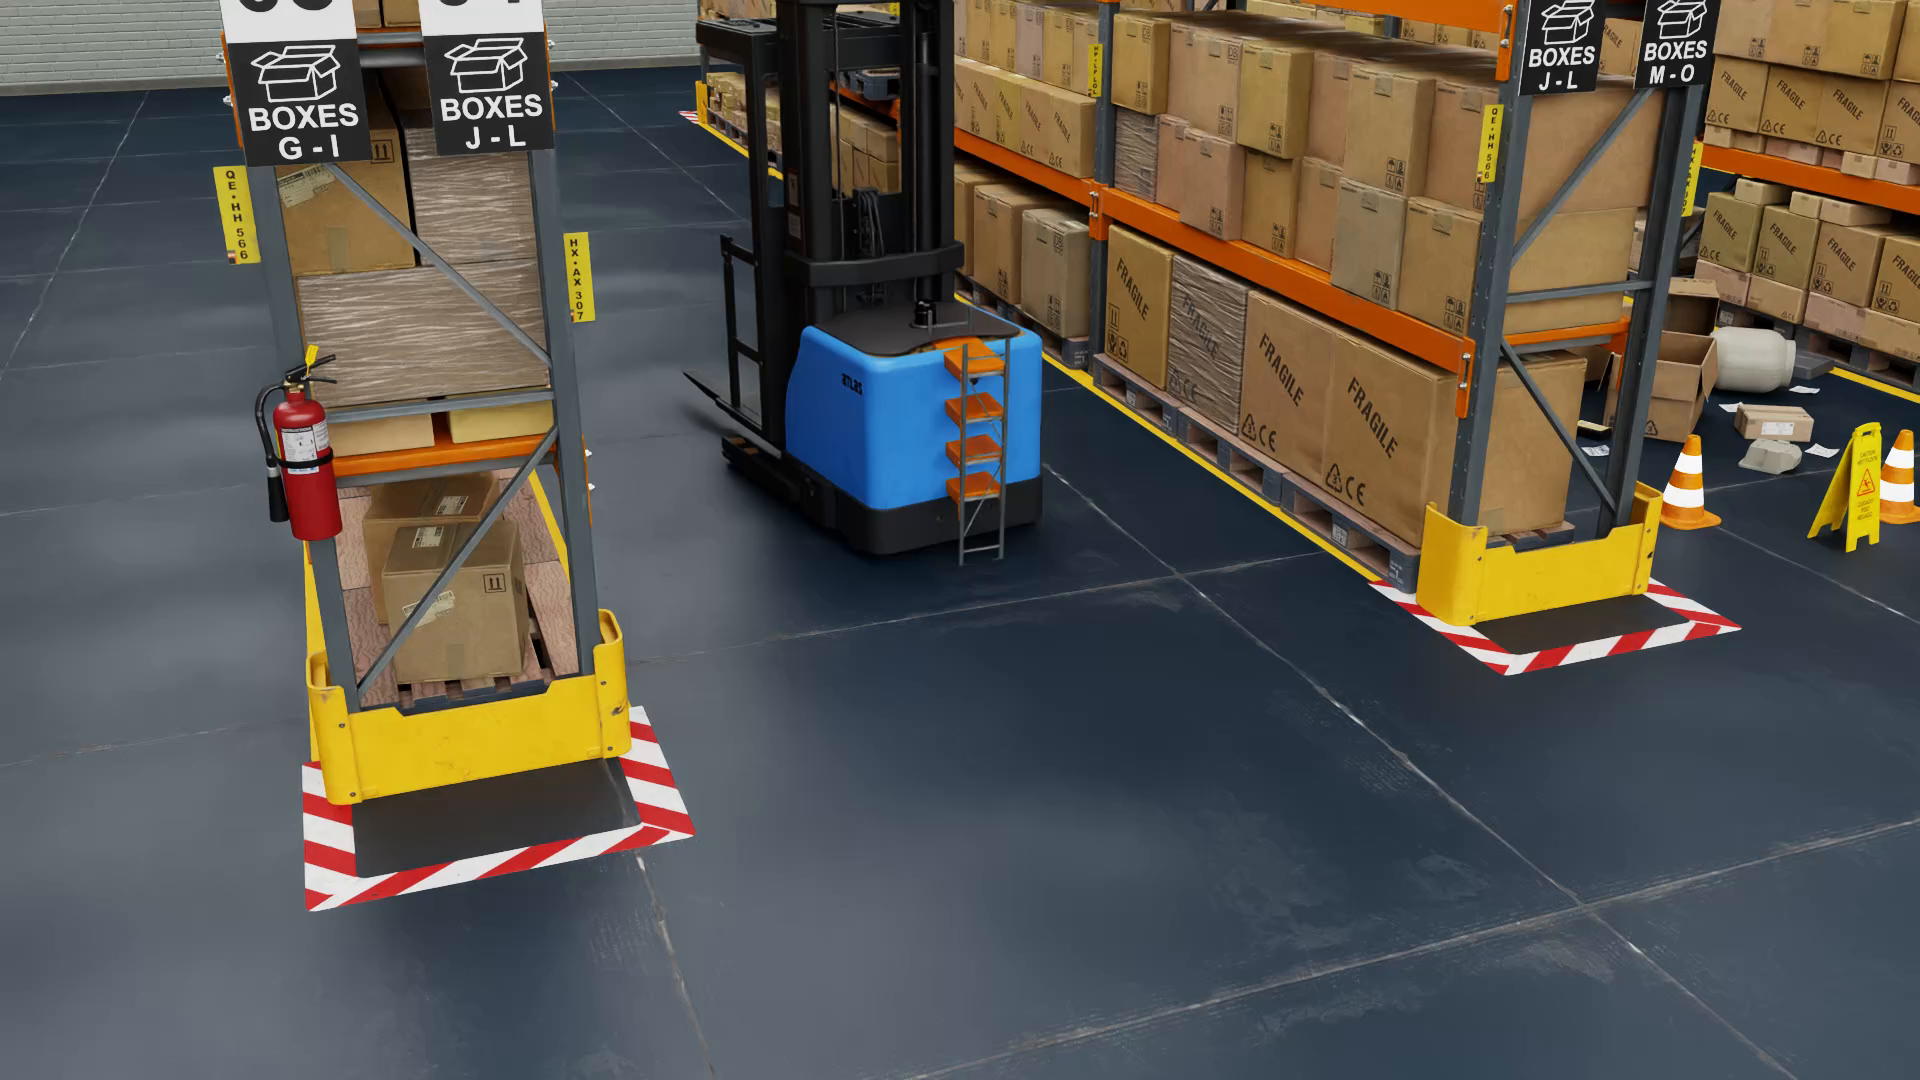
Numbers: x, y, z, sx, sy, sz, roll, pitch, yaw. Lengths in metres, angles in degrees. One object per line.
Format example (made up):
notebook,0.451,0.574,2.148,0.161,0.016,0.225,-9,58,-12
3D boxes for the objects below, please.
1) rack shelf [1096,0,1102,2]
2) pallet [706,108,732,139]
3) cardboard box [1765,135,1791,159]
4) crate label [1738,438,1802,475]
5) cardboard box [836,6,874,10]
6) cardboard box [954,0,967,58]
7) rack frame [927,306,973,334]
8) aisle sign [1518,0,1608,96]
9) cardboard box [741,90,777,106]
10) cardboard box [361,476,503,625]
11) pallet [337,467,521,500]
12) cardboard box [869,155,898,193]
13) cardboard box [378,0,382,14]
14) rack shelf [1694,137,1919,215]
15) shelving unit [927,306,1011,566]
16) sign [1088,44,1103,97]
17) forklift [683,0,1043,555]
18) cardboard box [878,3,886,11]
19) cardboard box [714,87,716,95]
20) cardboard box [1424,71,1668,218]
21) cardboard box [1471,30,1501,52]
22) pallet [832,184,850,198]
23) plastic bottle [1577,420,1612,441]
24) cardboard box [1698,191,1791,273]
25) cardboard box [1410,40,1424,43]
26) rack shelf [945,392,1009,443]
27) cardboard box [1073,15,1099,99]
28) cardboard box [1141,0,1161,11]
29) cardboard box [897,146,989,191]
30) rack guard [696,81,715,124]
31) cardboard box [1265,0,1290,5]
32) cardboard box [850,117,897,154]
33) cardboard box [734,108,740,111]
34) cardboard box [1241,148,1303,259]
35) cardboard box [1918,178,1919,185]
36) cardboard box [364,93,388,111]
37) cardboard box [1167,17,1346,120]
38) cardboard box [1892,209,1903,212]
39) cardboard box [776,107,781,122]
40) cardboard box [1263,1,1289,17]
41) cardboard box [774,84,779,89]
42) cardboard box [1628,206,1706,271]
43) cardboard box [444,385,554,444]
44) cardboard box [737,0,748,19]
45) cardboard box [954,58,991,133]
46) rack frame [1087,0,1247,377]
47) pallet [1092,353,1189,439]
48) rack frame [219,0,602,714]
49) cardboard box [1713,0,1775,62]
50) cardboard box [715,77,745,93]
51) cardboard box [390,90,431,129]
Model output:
rack shelf,0.662,-4.352,12.277,1.077,0.370,4.000,-8,24,-19
pallet,-2.590,-5.322,21.105,1.003,0.211,1.213,-8,24,-19
cardboard box,6.035,-2.839,11.947,0.380,0.149,0.250,-8,24,-19
crate label,4.764,-0.498,9.756,0.298,0.136,0.250,18,29,36
cardboard box,-1.003,-4.866,15.451,0.380,0.149,0.250,-8,24,-19
cardboard box,0.285,-4.187,13.405,0.700,0.500,0.500,-9,24,-20
rack frame,-0.059,-0.627,8.612,0.240,1.200,0.015,-9,29,-19
aisle sign,2.526,-2.252,6.884,0.394,0.787,0.004,-8,24,-19
cardboard box,-2.356,-5.192,19.571,0.380,0.149,0.250,-9,25,-21
cardboard box,-2.342,0.040,7.472,0.500,0.500,0.500,-2,23,-5
pallet,-3.037,-0.406,9.442,1.003,0.211,1.213,-8,24,-19
cardboard box,-0.522,-3.273,15.330,0.500,0.500,0.500,-8,24,-19
cardboard box,-2.011,-2.187,6.409,0.500,0.250,0.500,-9,24,-20
rack shelf,6.670,-2.232,11.110,1.077,0.370,4.000,-8,24,-19
shelving unit,0.029,-0.522,8.410,0.258,1.200,0.503,-9,29,-19
sign,0.864,-2.993,10.601,0.100,0.325,0.005,-8,24,-19
forklift,-0.742,-1.805,9.259,1.130,2.935,3.031,-13,26,-28
cardboard box,-0.577,-5.143,16.106,0.380,0.149,0.250,-9,24,-20
cardboard box,-2.926,-5.726,21.220,0.380,0.149,0.250,-7,24,-17
cardboard box,2.687,-1.828,7.641,0.875,0.550,0.550,-8,24,-19
cardboard box,4.878,-4.545,14.618,0.500,0.500,0.500,-8,24,-18
pallet,-0.746,-3.469,16.710,1.003,0.211,1.213,-8,24,-19
plastic bottle,3.875,-0.689,10.305,0.133,0.061,0.283,-18,29,-37
cardboard box,5.920,-2.311,12.405,0.500,0.500,0.500,-7,24,-16
cardboard box,4.491,-4.678,15.769,0.380,0.149,0.250,-10,25,-22
rack shelf,0.032,-0.661,8.339,0.258,0.148,0.480,-9,29,-19
cardboard box,1.188,-3.261,11.208,0.700,0.500,0.500,-9,24,-20
cardboard box,2.548,-6.563,20.330,0.500,0.500,0.500,-9,24,-20
cardboard box,0.086,-2.951,14.245,1.050,0.750,0.750,-9,24,-20
rack guard,-2.844,-5.755,21.761,1.175,0.500,0.348,-8,24,-19
cardboard box,3.593,-5.954,17.598,0.500,0.500,0.500,-9,24,-20
cardboard box,-0.720,-3.809,15.638,0.500,0.250,0.500,-8,24,-18
cardboard box,-2.555,-5.219,20.401,0.380,0.149,0.250,-8,24,-19
cardboard box,2.087,-1.923,9.258,0.875,0.550,0.500,-8,24,-19
cardboard box,6.523,-2.386,10.872,0.380,0.149,0.250,-8,24,-19
cardboard box,-2.502,-1.468,6.571,0.500,0.500,0.500,-8,24,-19
cardboard box,1.770,-2.818,9.991,0.875,0.550,0.550,-8,24,-19
cardboard box,6.605,-2.200,12.141,0.500,0.500,0.500,-8,24,-18
cardboard box,-1.827,-4.729,18.471,0.380,0.149,0.250,-8,24,-17
cardboard box,3.574,-5.604,17.733,0.500,0.250,0.500,-9,25,-21
cardboard box,-2.033,-5.451,20.186,0.380,0.149,0.250,-9,25,-21
cardboard box,5.776,-2.463,13.574,0.950,0.372,0.625,-8,24,-18
cardboard box,-1.772,-0.498,6.392,0.380,0.149,0.250,-8,24,-19
cardboard box,-2.250,-6.171,19.017,0.500,0.500,0.500,-8,24,-19
cardboard box,0.221,-3.506,13.077,0.500,0.500,0.500,-8,24,-19
rack frame,1.369,-2.574,10.996,1.000,3.000,0.127,-8,24,-19
pallet,1.564,-1.002,10.856,1.003,0.211,1.213,-8,24,-19
rack frame,-1.894,-0.477,6.020,1.000,3.000,0.127,-8,24,-19
cardboard box,5.916,-3.745,11.973,0.700,0.500,0.500,-9,24,-20
cardboard box,-2.824,-5.659,20.678,0.380,0.149,0.250,-8,24,-19
cardboard box,-2.004,-1.541,6.745,0.500,0.500,0.500,-8,24,-19
